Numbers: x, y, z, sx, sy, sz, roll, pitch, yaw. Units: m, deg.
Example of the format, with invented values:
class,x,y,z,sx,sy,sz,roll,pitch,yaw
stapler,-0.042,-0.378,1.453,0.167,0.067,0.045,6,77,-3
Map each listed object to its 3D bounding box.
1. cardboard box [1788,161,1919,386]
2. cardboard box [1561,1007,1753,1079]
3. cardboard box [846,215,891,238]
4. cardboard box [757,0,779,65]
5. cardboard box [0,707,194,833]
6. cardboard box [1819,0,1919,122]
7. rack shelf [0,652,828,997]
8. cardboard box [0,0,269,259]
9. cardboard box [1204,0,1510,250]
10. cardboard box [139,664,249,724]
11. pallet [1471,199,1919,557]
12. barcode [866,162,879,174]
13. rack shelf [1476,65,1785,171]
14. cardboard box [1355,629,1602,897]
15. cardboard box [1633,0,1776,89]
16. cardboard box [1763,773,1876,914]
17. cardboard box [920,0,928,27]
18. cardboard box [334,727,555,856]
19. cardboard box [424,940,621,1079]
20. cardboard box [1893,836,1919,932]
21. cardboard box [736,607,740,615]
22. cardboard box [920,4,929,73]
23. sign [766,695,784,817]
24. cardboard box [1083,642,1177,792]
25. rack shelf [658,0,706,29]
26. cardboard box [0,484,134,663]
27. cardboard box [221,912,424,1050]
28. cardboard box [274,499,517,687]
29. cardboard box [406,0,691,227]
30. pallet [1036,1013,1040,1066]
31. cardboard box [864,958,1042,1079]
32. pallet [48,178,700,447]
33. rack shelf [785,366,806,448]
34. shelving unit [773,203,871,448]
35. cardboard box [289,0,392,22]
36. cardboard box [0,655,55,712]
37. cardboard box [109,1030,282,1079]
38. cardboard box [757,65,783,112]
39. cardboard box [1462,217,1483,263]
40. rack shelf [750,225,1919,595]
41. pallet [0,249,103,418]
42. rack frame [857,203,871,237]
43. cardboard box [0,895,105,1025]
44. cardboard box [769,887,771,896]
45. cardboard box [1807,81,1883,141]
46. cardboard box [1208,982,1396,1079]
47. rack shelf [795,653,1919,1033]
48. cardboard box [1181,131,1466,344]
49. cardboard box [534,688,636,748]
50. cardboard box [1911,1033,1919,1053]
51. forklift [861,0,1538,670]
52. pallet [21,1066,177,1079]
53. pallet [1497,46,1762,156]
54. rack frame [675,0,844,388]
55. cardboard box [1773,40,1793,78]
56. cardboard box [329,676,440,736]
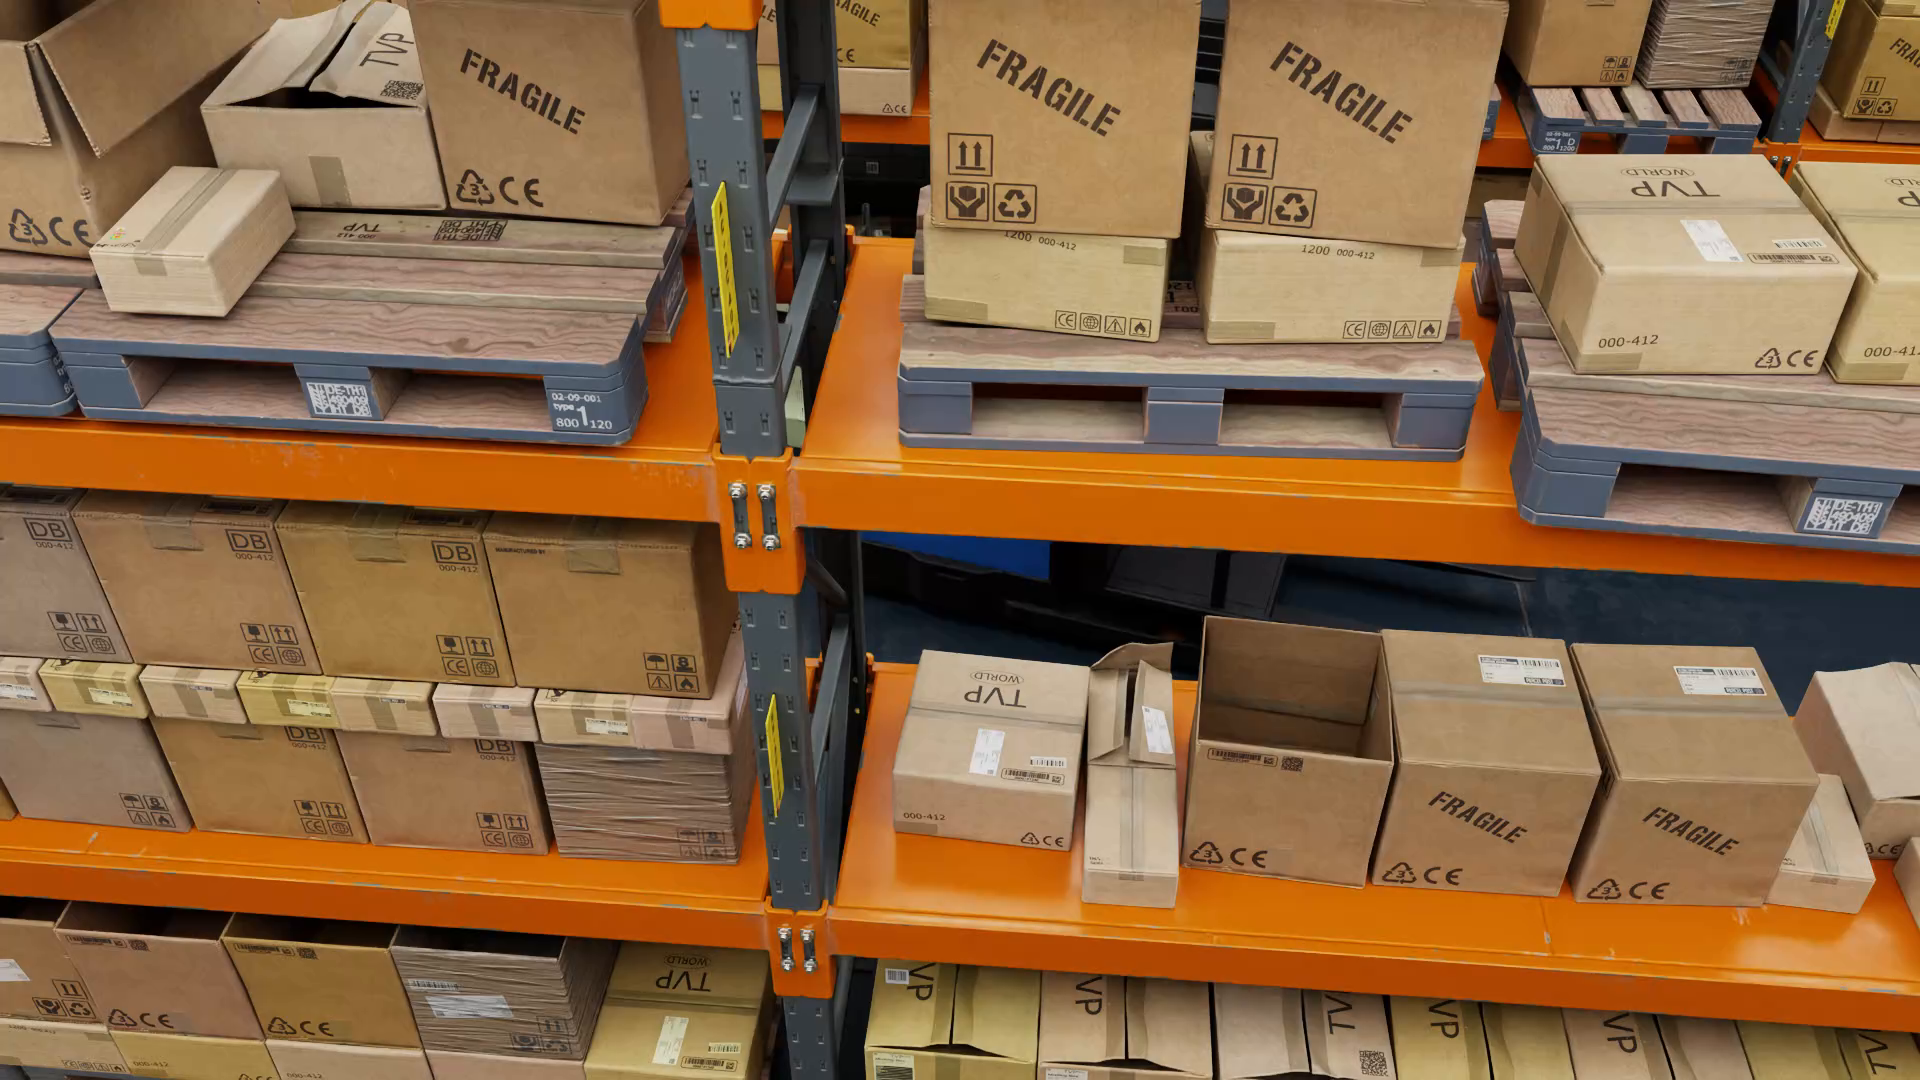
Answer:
class,x,y,z,sx,sy,sz,roll,pitch,yaw
cardboard box,2.039,-0.558,3.469,0.500,0.250,0.500,2,39,3
cardboard box,2.024,1.514,4.915,0.500,0.311,0.500,3,39,4
cardboard box,-0.509,-1.661,9.310,0.250,0.166,0.380,-2,39,-2
cardboard box,-0.969,-2.674,8.168,0.500,0.500,0.500,3,39,4
cardboard box,-2.375,0.397,4.807,0.500,0.500,0.700,4,39,5
cardboard box,4.474,-2.335,7.912,0.500,0.500,0.500,4,39,5
rack shelf,-2.389,0.707,5.075,4.000,0.370,1.077,3,39,4
cardboard box,-2.027,-1.052,3.765,0.637,0.503,0.797,7,40,9
cardboard box,0.784,-0.947,3.353,0.500,0.500,0.500,7,40,8
cardboard box,-1.951,0.297,4.416,0.250,0.149,0.380,4,39,5
pallet,1.790,-0.375,3.608,1.213,0.211,1.003,5,39,6
barcode,-0.490,-2.084,9.312,0.075,0.075,0.001,3,39,4
rack shelf,2.019,-2.191,8.635,4.000,0.370,1.077,3,39,4
cardboard box,1.391,0.607,4.550,0.500,0.500,0.500,3,39,4
cardboard box,3.543,-2.589,8.127,0.500,0.500,0.700,-1,39,-1
cardboard box,2.313,0.818,4.567,0.250,0.149,0.380,6,40,7
cardboard box,-0.423,-2.976,8.539,0.500,0.500,0.500,2,39,3
cardboard box,-1.366,0.454,4.737,0.500,0.500,0.700,3,39,3
cardboard box,-1.375,1.520,5.353,0.500,0.250,0.500,3,39,4
cardboard box,2.668,0.977,4.372,0.250,0.149,0.380,3,39,4
cardboard box,-0.648,0.110,4.645,0.250,0.149,0.380,3,39,4
cardboard box,-0.423,-2.689,8.780,0.500,0.250,0.500,4,39,4
sign,-0.443,0.520,3.987,0.005,0.325,0.100,3,39,4
cardboard box,0.495,0.522,4.839,0.258,0.266,0.396,2,39,3
rack shelf,-2.389,-1.464,3.307,4.000,0.370,1.077,3,39,4
cardboard box,-2.339,-0.107,4.398,0.500,0.500,0.700,3,39,4
cardboard box,-1.873,1.203,5.148,0.500,0.500,0.500,3,39,4
cardboard box,-1.343,-0.052,4.330,0.500,0.500,0.700,3,39,4
cardboard box,-0.876,-1.075,3.796,0.500,0.500,0.500,6,40,8
pallet,0.341,1.634,5.575,1.213,0.211,1.003,3,39,4
cardboard box,-0.007,1.402,5.052,0.500,0.311,0.500,3,39,4
pallet,-1.249,-0.622,3.832,1.213,0.211,1.003,3,39,4
rack shelf,-0.811,-0.571,7.780,0.720,0.370,0.431,12,41,15
shelving unit,-0.811,-0.824,7.574,0.755,1.500,0.431,12,41,15
cardboard box,-3.017,-2.789,8.309,0.500,0.500,0.500,3,39,4
cardboard box,-2.478,0.270,4.449,0.250,0.149,0.380,3,39,4
cardboard box,-2.373,1.475,5.408,0.500,0.250,0.500,3,39,4
cardboard box,-0.967,-2.396,8.420,0.500,0.250,0.500,3,39,4
cardboard box,2.787,-1.669,9.056,0.500,0.500,0.700,3,39,4
rack shelf,1.596,-0.238,3.860,4.000,0.370,1.077,3,39,4
pallet,-2.461,-0.690,3.916,1.213,0.211,1.003,3,39,4
rack frame,-0.465,-0.749,7.482,0.023,1.500,0.400,12,41,15
cardboard box,-2.869,1.146,5.217,0.500,0.500,0.500,3,39,4
cardboard box,-0.832,0.928,5.485,0.500,0.500,0.500,3,39,4
cardboard box,4.320,-2.107,8.146,0.250,0.149,0.380,3,39,3
cardboard box,1.007,1.460,4.981,0.500,0.311,0.500,2,39,2
rack shelf,1.596,0.925,4.807,4.000,0.370,1.077,3,39,4
cardboard box,0.764,-0.663,3.598,0.500,0.250,0.500,0,39,-1
cardboard box,-0.932,0.352,4.348,0.250,0.149,0.380,2,39,3
cardboard box,3.045,1.567,4.849,0.500,0.311,0.500,4,39,5
forklift,0.970,-0.936,6.578,3.031,2.935,1.130,12,41,15
pallet,-2.404,1.484,5.759,1.213,0.211,1.003,3,39,4
pallet,3.293,-2.258,8.300,1.003,0.211,1.213,3,39,4
rack frame,-0.397,-1.789,2.820,0.127,3.000,1.000,3,39,4
cardboard box,4.358,-2.414,8.523,0.250,0.149,0.380,4,39,5
cardboard box,-1.455,0.326,4.381,0.250,0.149,0.380,3,39,4
